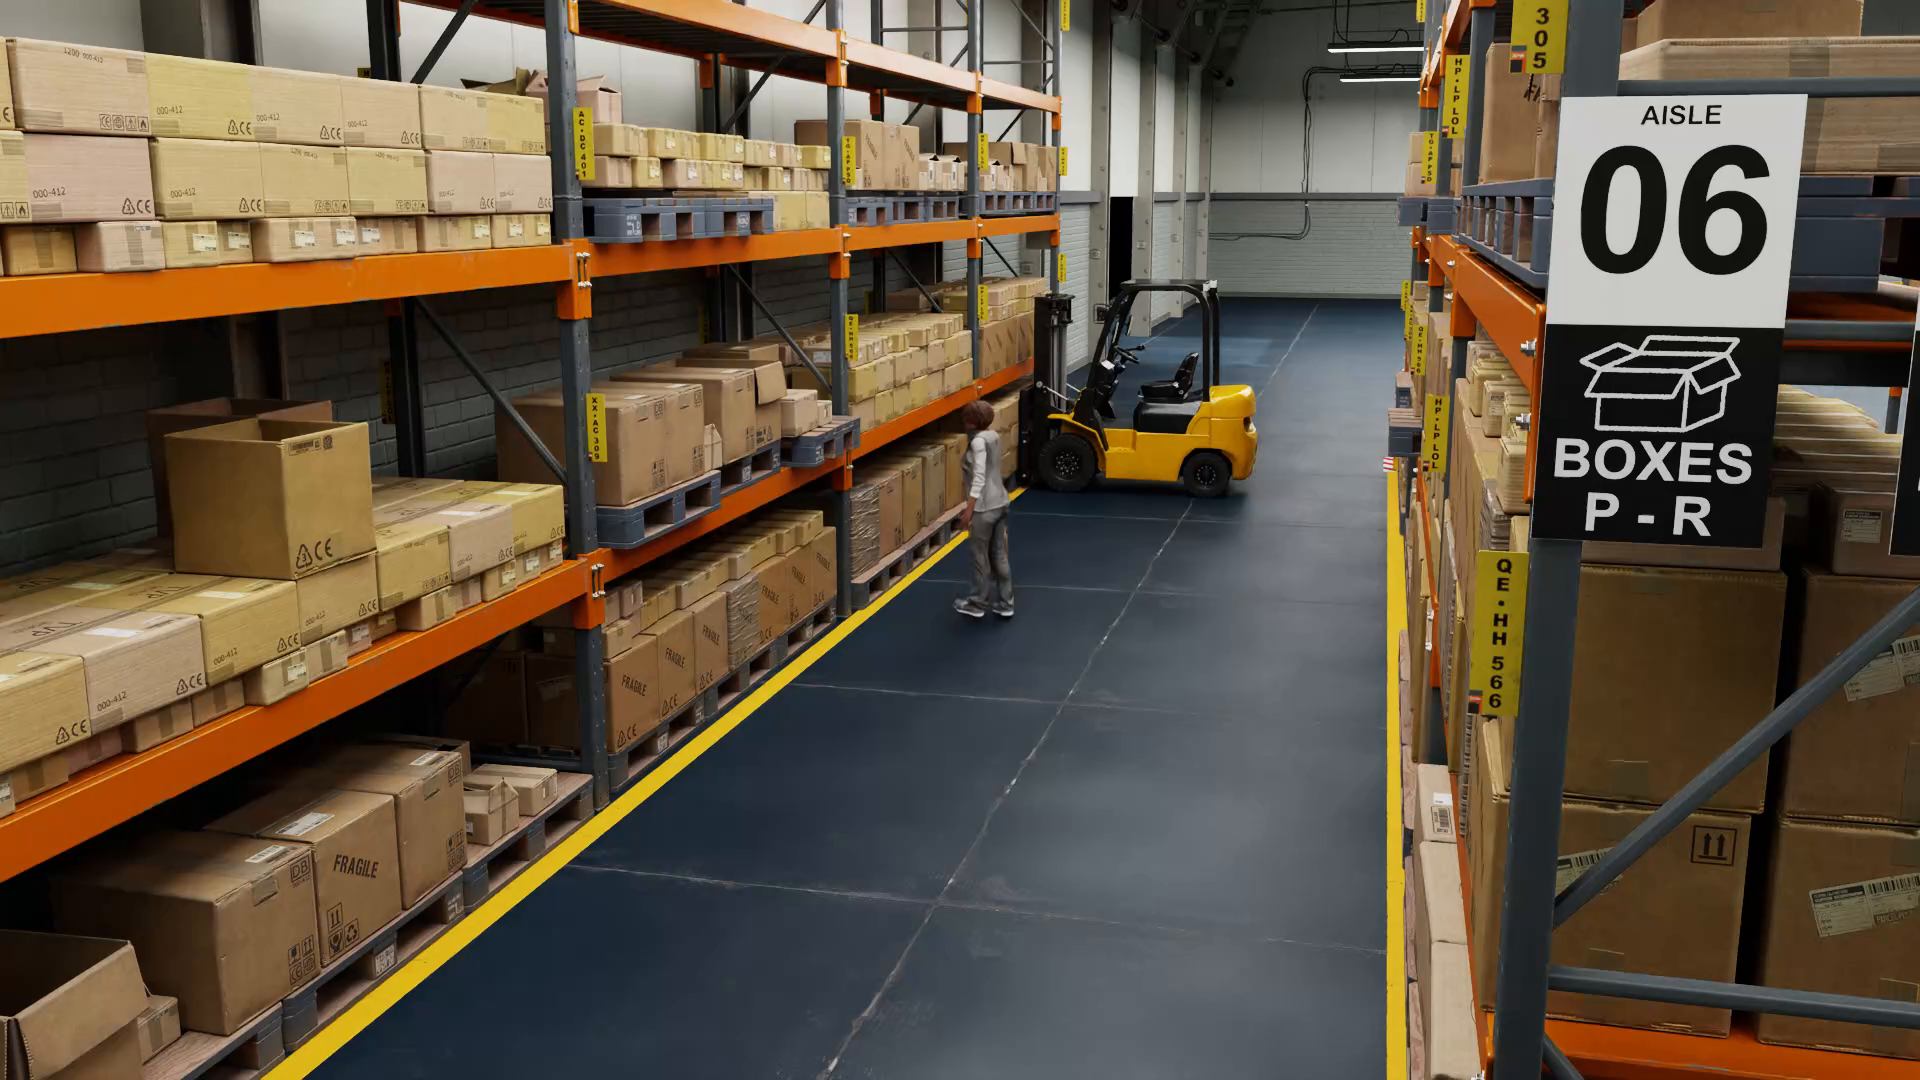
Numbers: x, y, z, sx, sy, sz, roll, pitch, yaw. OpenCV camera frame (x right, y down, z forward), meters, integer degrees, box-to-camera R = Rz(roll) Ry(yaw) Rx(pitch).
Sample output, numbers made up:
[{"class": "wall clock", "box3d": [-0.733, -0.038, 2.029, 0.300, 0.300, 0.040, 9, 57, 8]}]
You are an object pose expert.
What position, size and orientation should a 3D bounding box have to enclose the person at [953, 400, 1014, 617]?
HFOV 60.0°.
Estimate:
[{"class": "person", "box3d": [0.154, -0.220, 11.967, 0.462, 1.593, 0.487, 4, 12, 19]}]
